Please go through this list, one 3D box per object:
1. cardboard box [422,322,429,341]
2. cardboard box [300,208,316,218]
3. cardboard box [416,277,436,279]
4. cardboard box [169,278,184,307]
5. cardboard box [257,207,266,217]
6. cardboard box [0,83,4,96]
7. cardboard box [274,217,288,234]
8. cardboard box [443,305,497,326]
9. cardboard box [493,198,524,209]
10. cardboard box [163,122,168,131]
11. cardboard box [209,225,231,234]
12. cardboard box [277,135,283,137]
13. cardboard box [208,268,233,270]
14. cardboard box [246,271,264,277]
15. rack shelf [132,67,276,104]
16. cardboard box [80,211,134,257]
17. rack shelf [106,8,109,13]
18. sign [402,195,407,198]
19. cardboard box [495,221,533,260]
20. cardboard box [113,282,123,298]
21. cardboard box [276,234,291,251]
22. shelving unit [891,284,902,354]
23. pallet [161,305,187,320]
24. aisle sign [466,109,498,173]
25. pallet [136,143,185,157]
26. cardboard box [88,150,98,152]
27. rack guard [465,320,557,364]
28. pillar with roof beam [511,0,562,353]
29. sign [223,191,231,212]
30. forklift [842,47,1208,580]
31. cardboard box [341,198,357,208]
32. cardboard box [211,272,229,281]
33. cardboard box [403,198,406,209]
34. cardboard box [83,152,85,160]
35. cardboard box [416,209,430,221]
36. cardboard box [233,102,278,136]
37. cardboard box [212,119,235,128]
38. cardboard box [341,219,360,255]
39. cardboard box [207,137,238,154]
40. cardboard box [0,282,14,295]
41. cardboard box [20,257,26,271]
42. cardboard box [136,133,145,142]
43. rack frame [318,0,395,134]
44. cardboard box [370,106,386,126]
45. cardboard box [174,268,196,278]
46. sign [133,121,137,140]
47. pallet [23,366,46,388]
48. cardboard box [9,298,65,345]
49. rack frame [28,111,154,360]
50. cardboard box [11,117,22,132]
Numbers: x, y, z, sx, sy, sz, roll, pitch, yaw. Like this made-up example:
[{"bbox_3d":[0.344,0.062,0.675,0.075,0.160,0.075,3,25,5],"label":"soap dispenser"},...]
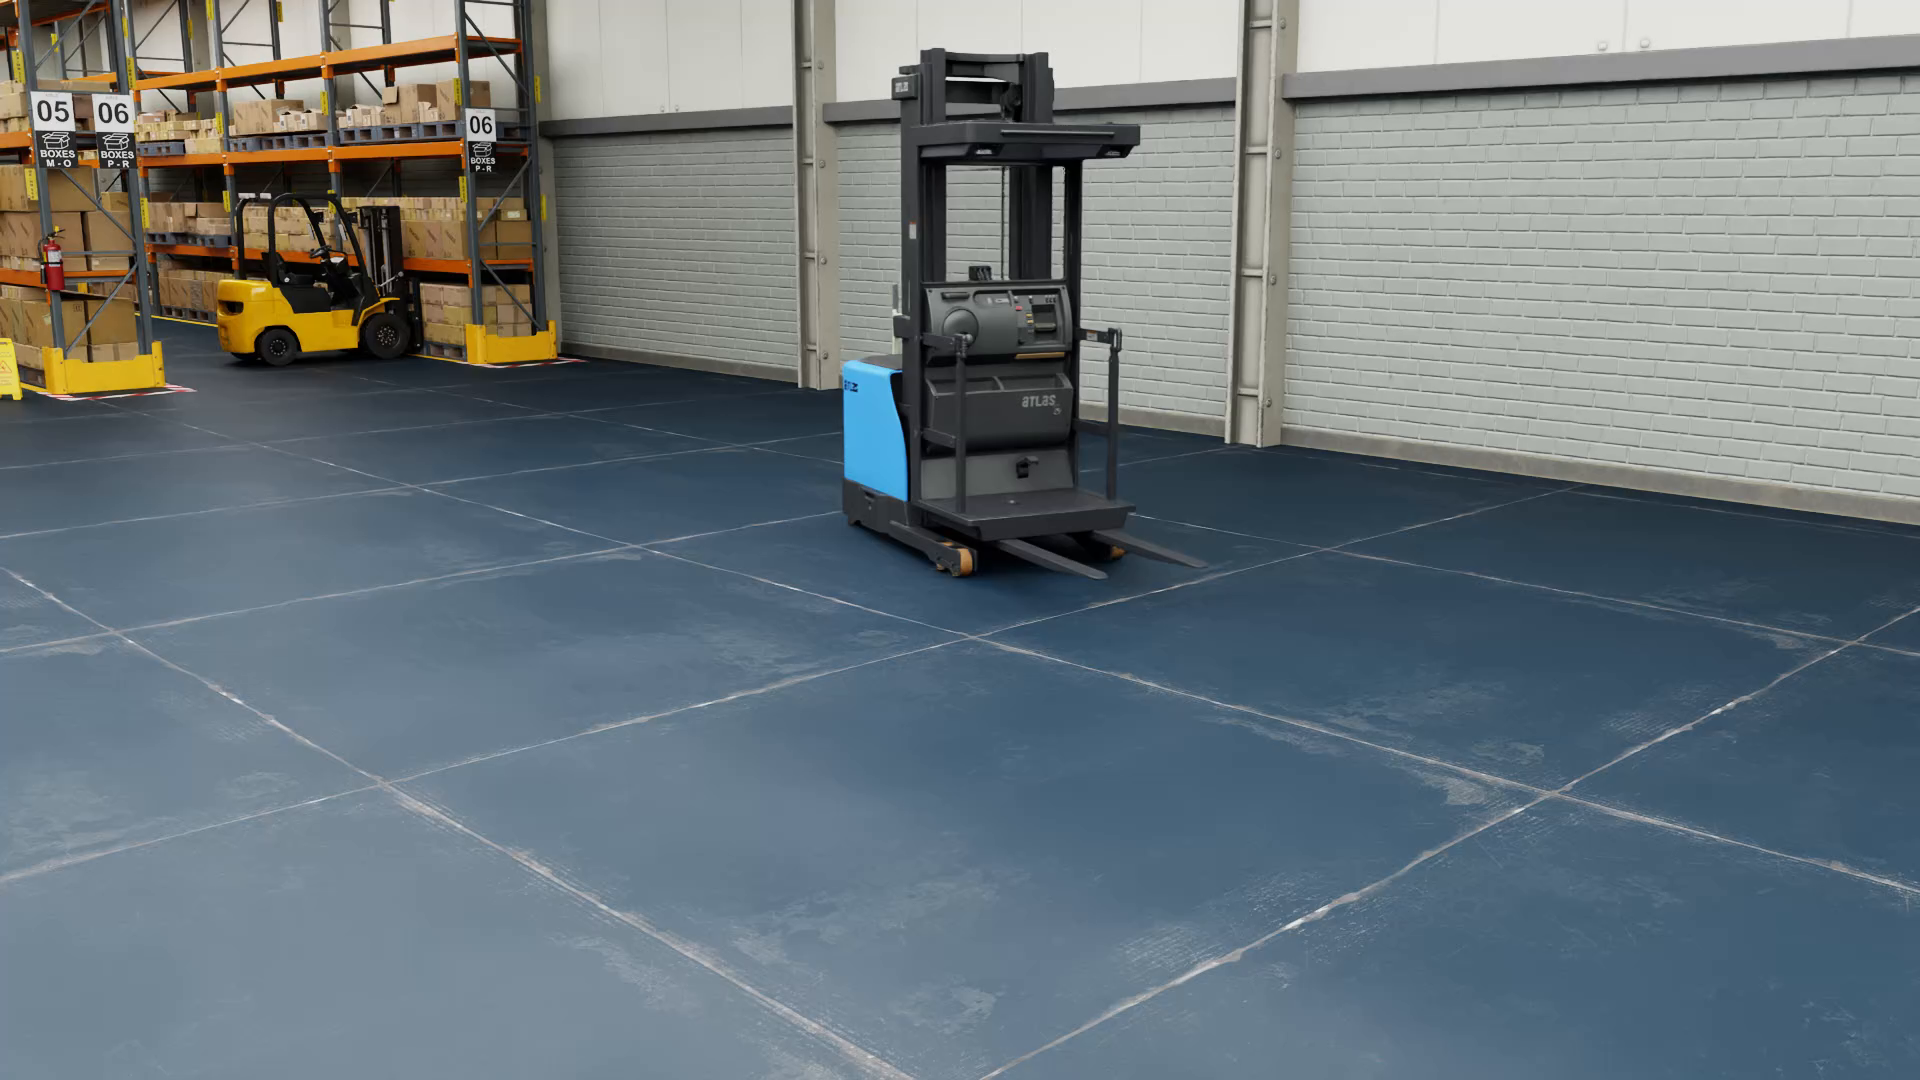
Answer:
[{"bbox_3d":[-7.128,-2.869,22.676,0.500,0.250,0.500,-11,16,-42],"label":"cardboard box"},{"bbox_3d":[-9.658,-4.905,24.929,0.250,0.149,0.380,11,16,43],"label":"cardboard box"},{"bbox_3d":[-7.821,-3.653,24.004,0.500,0.250,0.500,-11,16,-43],"label":"cardboard box"},{"bbox_3d":[-13.640,-4.392,29.448,0.500,0.500,0.500,-11,16,-43],"label":"cardboard box"},{"bbox_3d":[-10.846,-5.175,26.240,0.380,0.149,0.250,-11,16,-42],"label":"cardboard box"},{"bbox_3d":[-10.575,-5.048,18.695,0.380,0.149,0.250,-11,16,-43],"label":"cardboard box"},{"bbox_3d":[-10.230,-4.854,25.672,0.500,0.250,0.500,-11,16,-42],"label":"cardboard box"},{"bbox_3d":[-6.461,-2.969,21.921,0.500,0.250,0.500,-11,16,-43],"label":"cardboard box"},{"bbox_3d":[-5.977,-4.428,21.880,0.380,0.149,0.250,-11,16,-44],"label":"cardboard box"},{"bbox_3d":[-13.358,-7.052,28.369,0.380,0.149,0.250,-11,16,-42],"label":"cardboard box"},{"bbox_3d":[-12.155,-5.130,27.459,0.380,0.149,0.250,-11,16,-42],"label":"cardboard box"},{"bbox_3d":[-10.738,-6.585,26.590,0.500,0.250,0.500,-11,16,-43],"label":"cardboard box"},{"bbox_3d":[-13.168,-4.769,29.670,0.250,0.149,0.380,11,16,42],"label":"cardboard box"},{"bbox_3d":[-11.952,-4.491,28.323,0.380,0.149,0.250,-11,16,-42],"label":"cardboard box"},{"bbox_3d":[-12.805,-7.687,28.194,1.077,0.370,4.000,-11,16,-43],"label":"rack shelf"},{"bbox_3d":[-9.613,-3.447,18.726,0.500,0.500,0.500,-11,16,-43],"label":"cardboard box"},{"bbox_3d":[-15.567,-10.094,30.652,1.077,0.370,4.000,-11,16,-43],"label":"rack shelf"},{"bbox_3d":[-8.261,-4.961,24.718,0.100,0.325,0.005,-11,16,-43],"label":"sign"},{"bbox_3d":[-6.040,-3.997,22.132,0.500,0.500,0.500,-10,15,-41],"label":"cardboard box"},{"bbox_3d":[-15.740,-4.830,31.576,0.500,0.500,0.500,-11,16,-42],"label":"cardboard box"},{"bbox_3d":[-10.233,-4.608,25.717,0.500,0.250,0.500,-10,15,-41],"label":"cardboard box"},{"bbox_3d":[-0.172,-1.007,11.582,0.431,1.500,0.755,-4,12,-17],"label":"shelving unit"},{"bbox_3d":[-13.597,-4.109,29.834,1.003,0.211,1.213,-11,16,-43],"label":"pallet"},{"bbox_3d":[-6.066,-5.060,21.096,0.394,0.787,0.004,-11,16,-43],"label":"aisle sign"},{"bbox_3d":[-13.787,-6.861,29.310,1.213,0.211,1.003,-11,16,-43],"label":"pallet"},{"bbox_3d":[-16.129,-7.463,31.403,0.500,0.250,0.500,11,16,43],"label":"cardboard box"},{"bbox_3d":[-5.883,-2.609,21.838,1.175,0.500,0.348,-11,16,-43],"label":"rack guard"},{"bbox_3d":[-8.842,-6.403,19.189,9.100,9.000,0.400,-11,16,-43],"label":"pillar with roof beam"},{"bbox_3d":[-11.810,-5.456,26.788,0.100,0.325,0.005,-11,16,-43],"label":"sign"},{"bbox_3d":[0.329,-1.326,9.585,1.130,2.935,3.031,-6,13,-26],"label":"forklift"},{"bbox_3d":[-8.656,-4.846,23.905,0.380,0.149,0.250,-10,16,-41],"label":"cardboard box"},{"bbox_3d":[-12.458,-4.466,28.200,0.380,0.149,0.250,-10,15,-41],"label":"cardboard box"},{"bbox_3d":[-7.362,-4.596,22.691,0.380,0.149,0.250,-11,16,-42],"label":"cardboard box"},{"bbox_3d":[-16.697,-7.405,32.109,0.380,0.149,0.250,-11,16,-42],"label":"cardboard box"},{"bbox_3d":[-7.056,-4.365,22.310,0.250,0.149,0.380,11,16,43],"label":"cardboard box"},{"bbox_3d":[-11.100,-6.638,26.227,0.500,0.500,0.500,-11,16,-42],"label":"cardboard box"},{"bbox_3d":[-11.875,-6.750,26.956,0.380,0.149,0.250,-10,15,-41],"label":"cardboard box"},{"bbox_3d":[-8.544,-4.369,23.936,0.500,0.500,0.500,11,16,44],"label":"cardboard box"},{"bbox_3d":[-11.954,-6.442,27.182,0.500,0.250,0.500,11,16,43],"label":"cardboard box"},{"bbox_3d":[-11.450,-3.009,19.889,0.380,0.149,0.250,-10,15,-39],"label":"cardboard box"},{"bbox_3d":[-10.316,-3.109,18.689,0.380,0.149,0.250,-11,16,-44],"label":"cardboard box"},{"bbox_3d":[-14.267,-7.090,29.293,0.380,0.149,0.250,-11,16,-42],"label":"cardboard box"},{"bbox_3d":[-8.661,-7.359,23.831,1.000,3.000,0.127,-11,16,-43],"label":"rack frame"},{"bbox_3d":[-7.856,-5.820,22.838,0.258,0.266,0.396,11,16,44],"label":"cardboard box"},{"bbox_3d":[-13.698,-4.733,29.496,0.250,0.149,0.380,11,16,42],"label":"cardboard box"},{"bbox_3d":[-14.573,-7.234,29.376,0.100,0.325,0.005,-11,16,-43],"label":"sign"},{"bbox_3d":[-10.075,-1.914,19.178,1.003,0.211,1.213,-11,16,-43],"label":"pallet"},{"bbox_3d":[-10.591,-2.528,19.161,0.500,0.500,0.500,-10,15,-40],"label":"cardboard box"},{"bbox_3d":[-9.487,-3.145,18.243,1.000,3.000,0.127,-11,16,-43],"label":"rack frame"},{"bbox_3d":[-10.131,-4.536,18.183,0.380,0.149,0.250,-11,16,-42],"label":"cardboard box"}]
